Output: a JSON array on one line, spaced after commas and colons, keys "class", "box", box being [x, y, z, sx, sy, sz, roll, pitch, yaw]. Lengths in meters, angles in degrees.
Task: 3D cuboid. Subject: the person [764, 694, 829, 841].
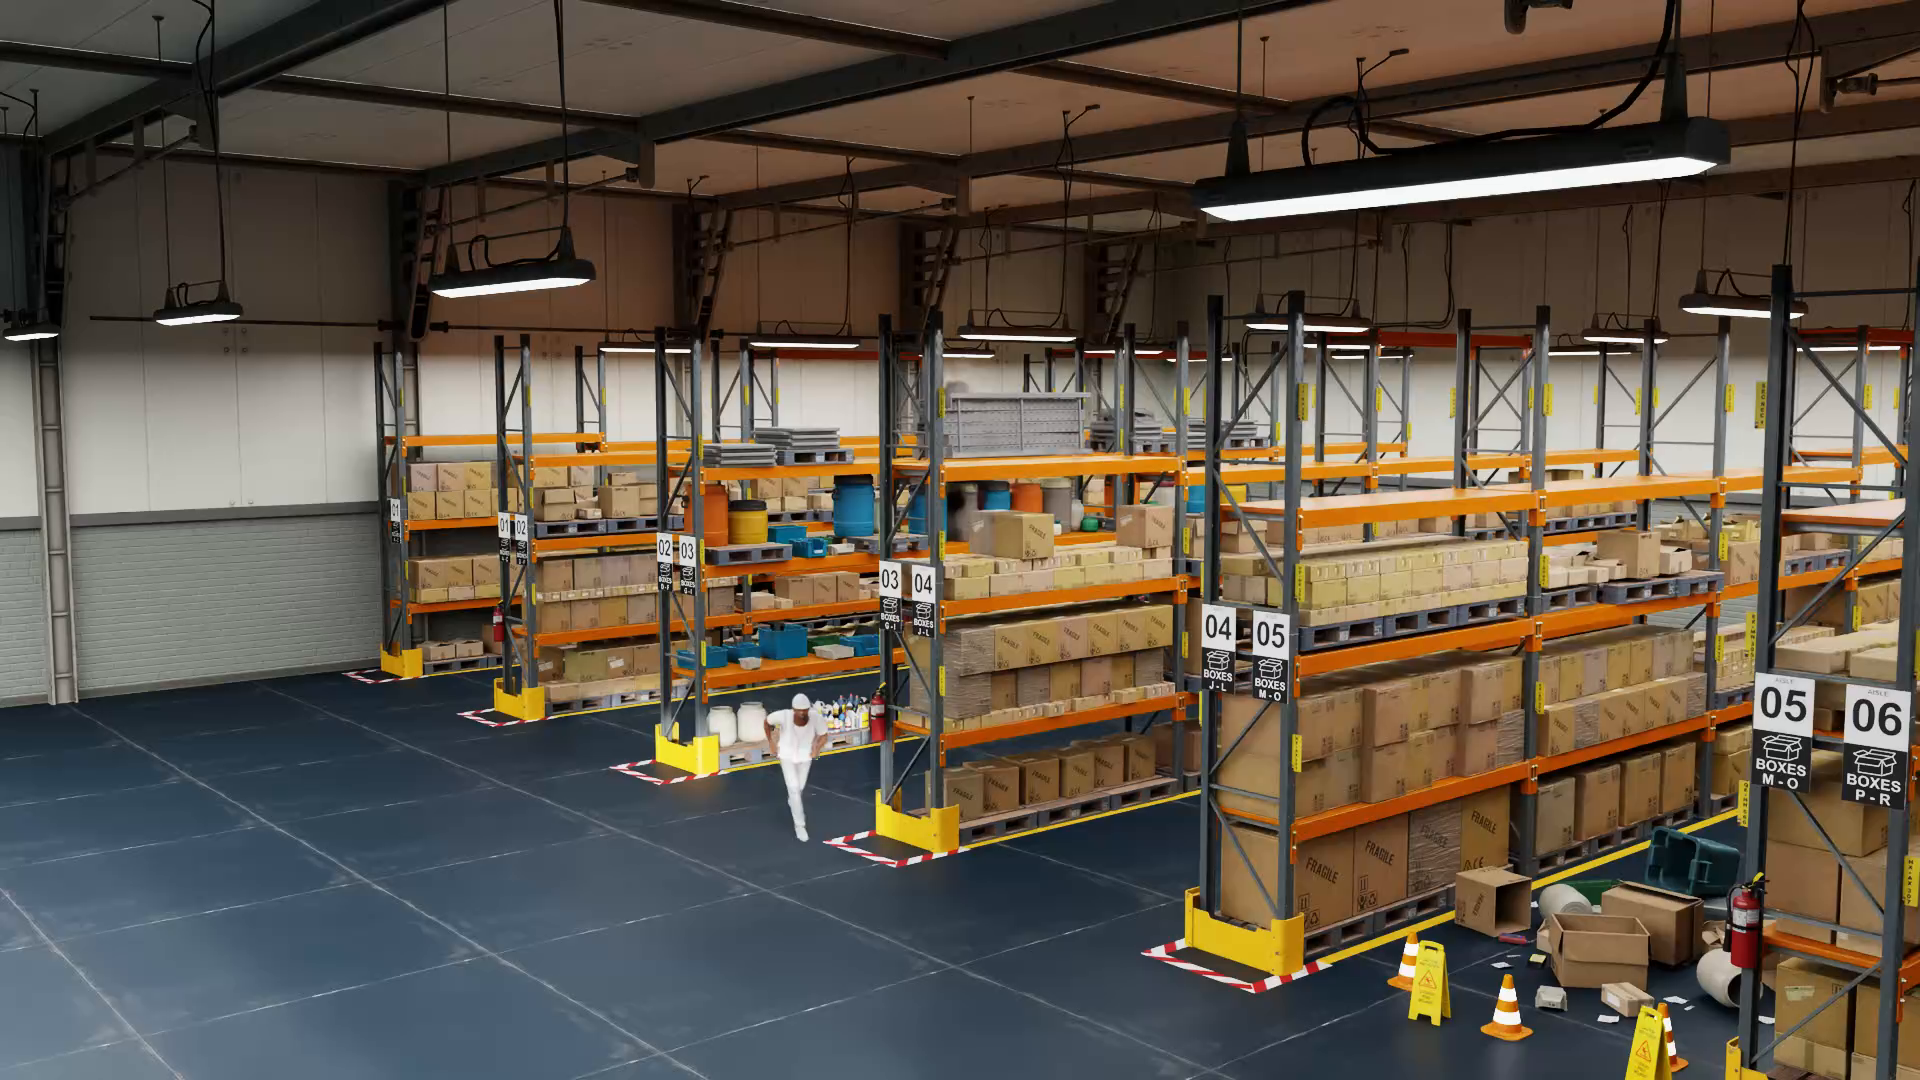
[{"class": "person", "box": [-1.918, 2.585, 19.427, 0.746, 1.715, 1.060, -1, 5, -12]}]
